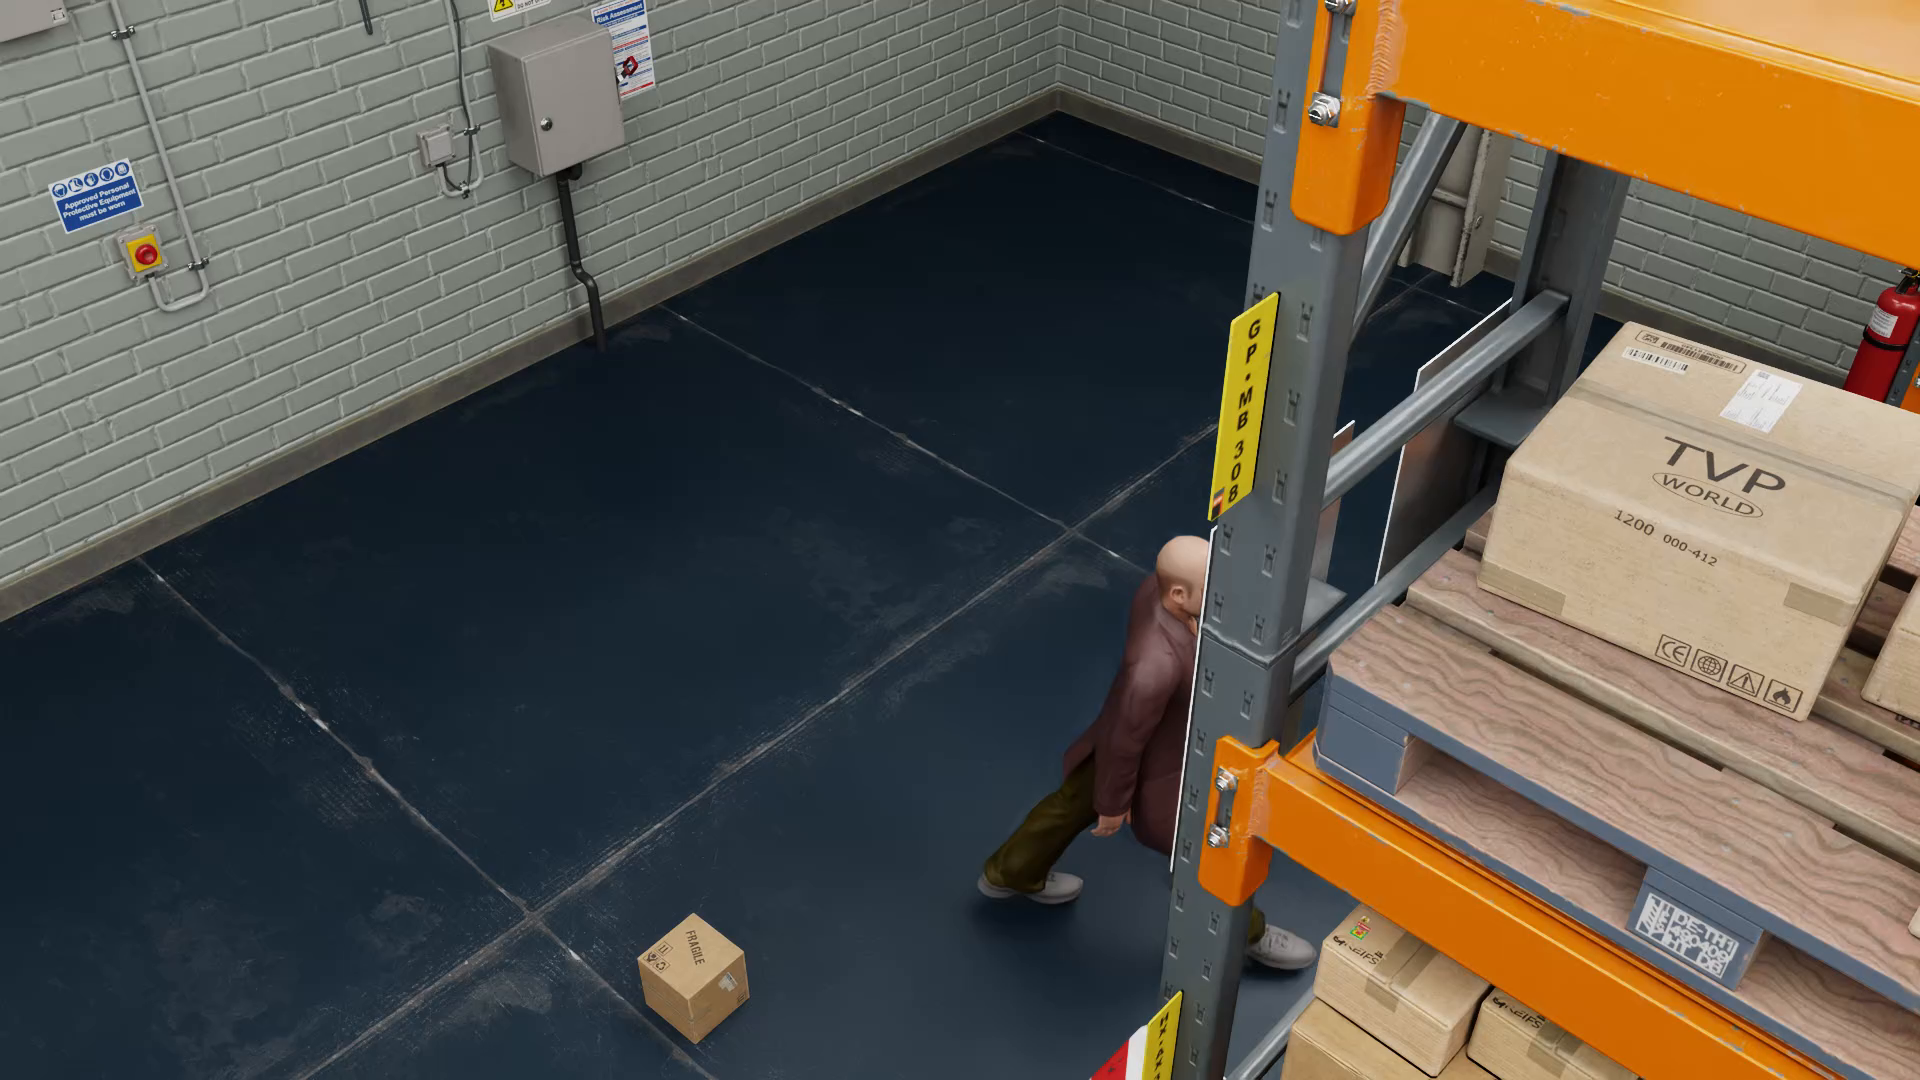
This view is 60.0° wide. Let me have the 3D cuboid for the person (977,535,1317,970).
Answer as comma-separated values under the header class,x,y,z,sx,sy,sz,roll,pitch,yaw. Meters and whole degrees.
class,x,y,z,sx,sy,sz,roll,pitch,yaw
person,0.642,0.667,5.315,1.175,1.703,0.590,2,39,3
